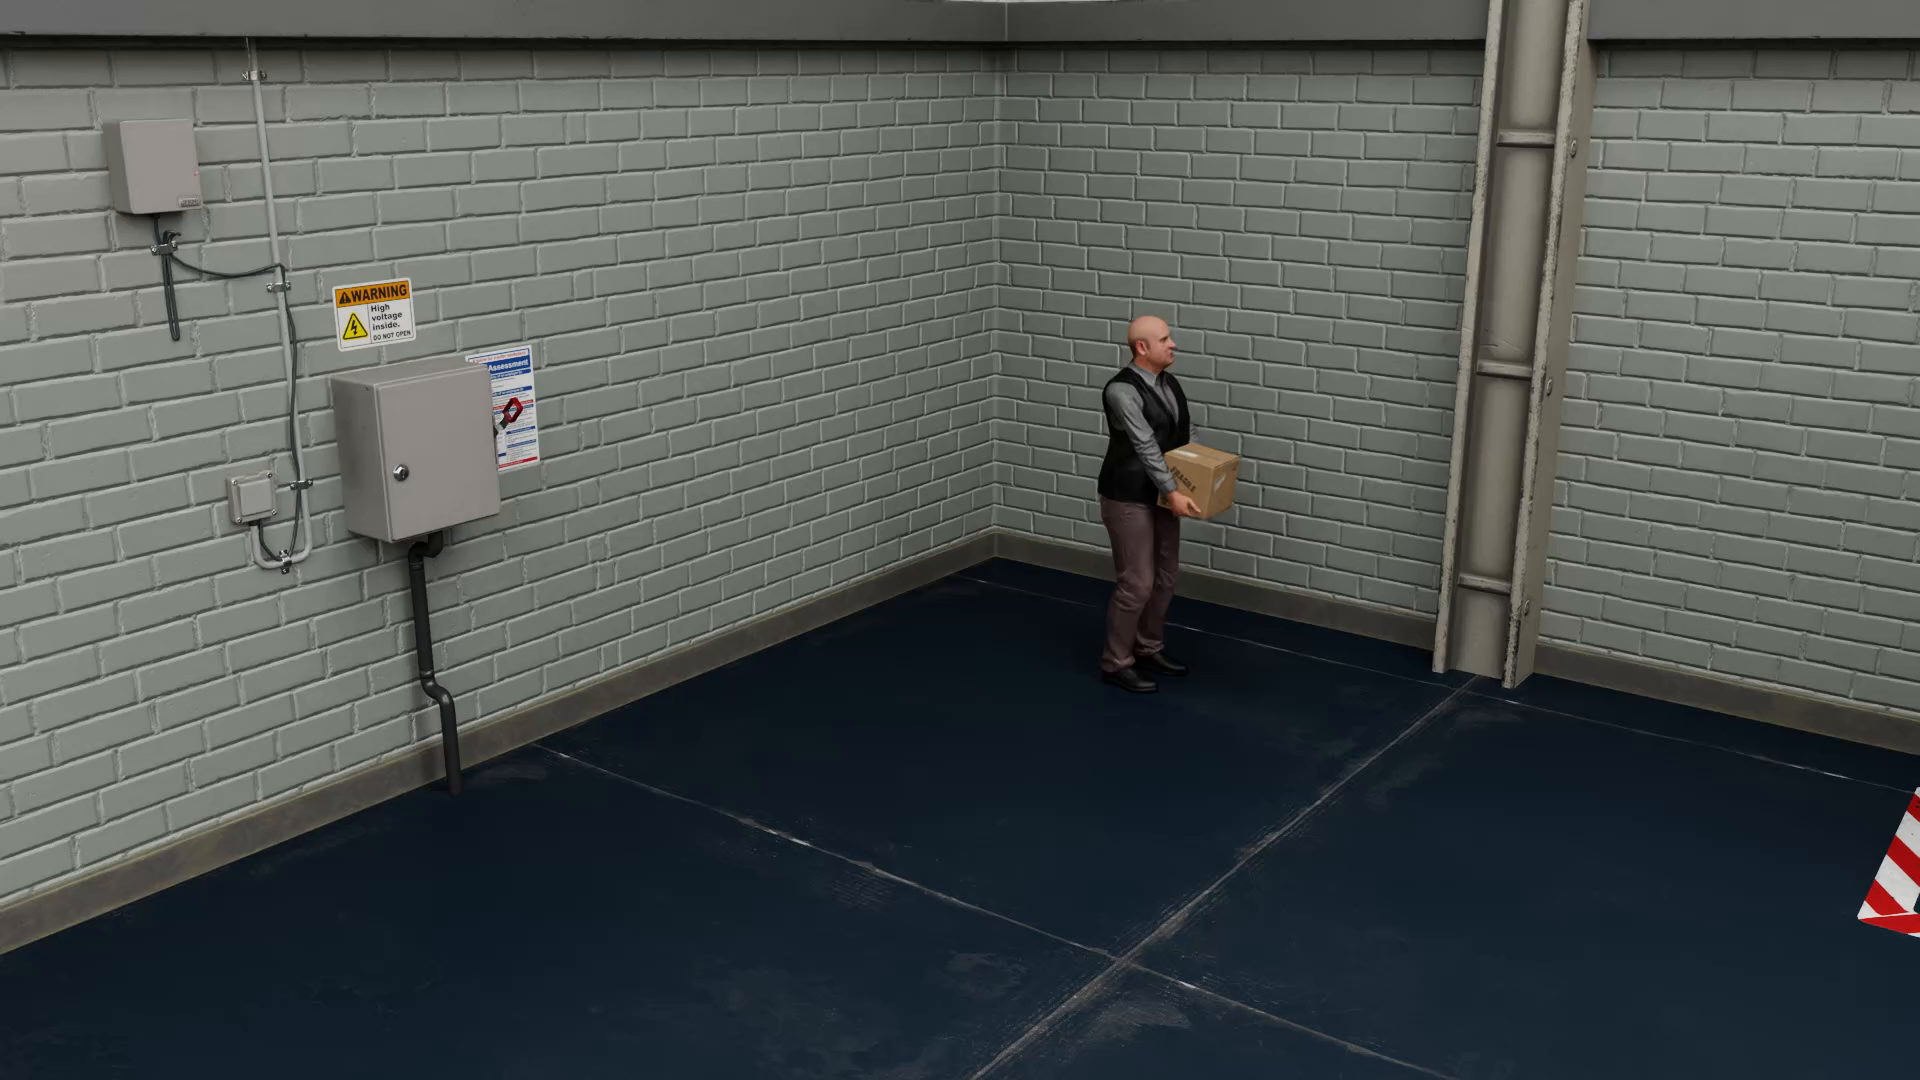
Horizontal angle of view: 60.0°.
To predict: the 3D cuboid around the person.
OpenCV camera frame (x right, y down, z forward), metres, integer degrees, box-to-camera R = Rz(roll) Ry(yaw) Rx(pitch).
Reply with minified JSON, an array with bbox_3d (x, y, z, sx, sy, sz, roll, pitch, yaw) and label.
[{"bbox_3d":[0.930,-0.162,7.641,0.550,1.720,0.495,12,20,35],"label":"person"}]
